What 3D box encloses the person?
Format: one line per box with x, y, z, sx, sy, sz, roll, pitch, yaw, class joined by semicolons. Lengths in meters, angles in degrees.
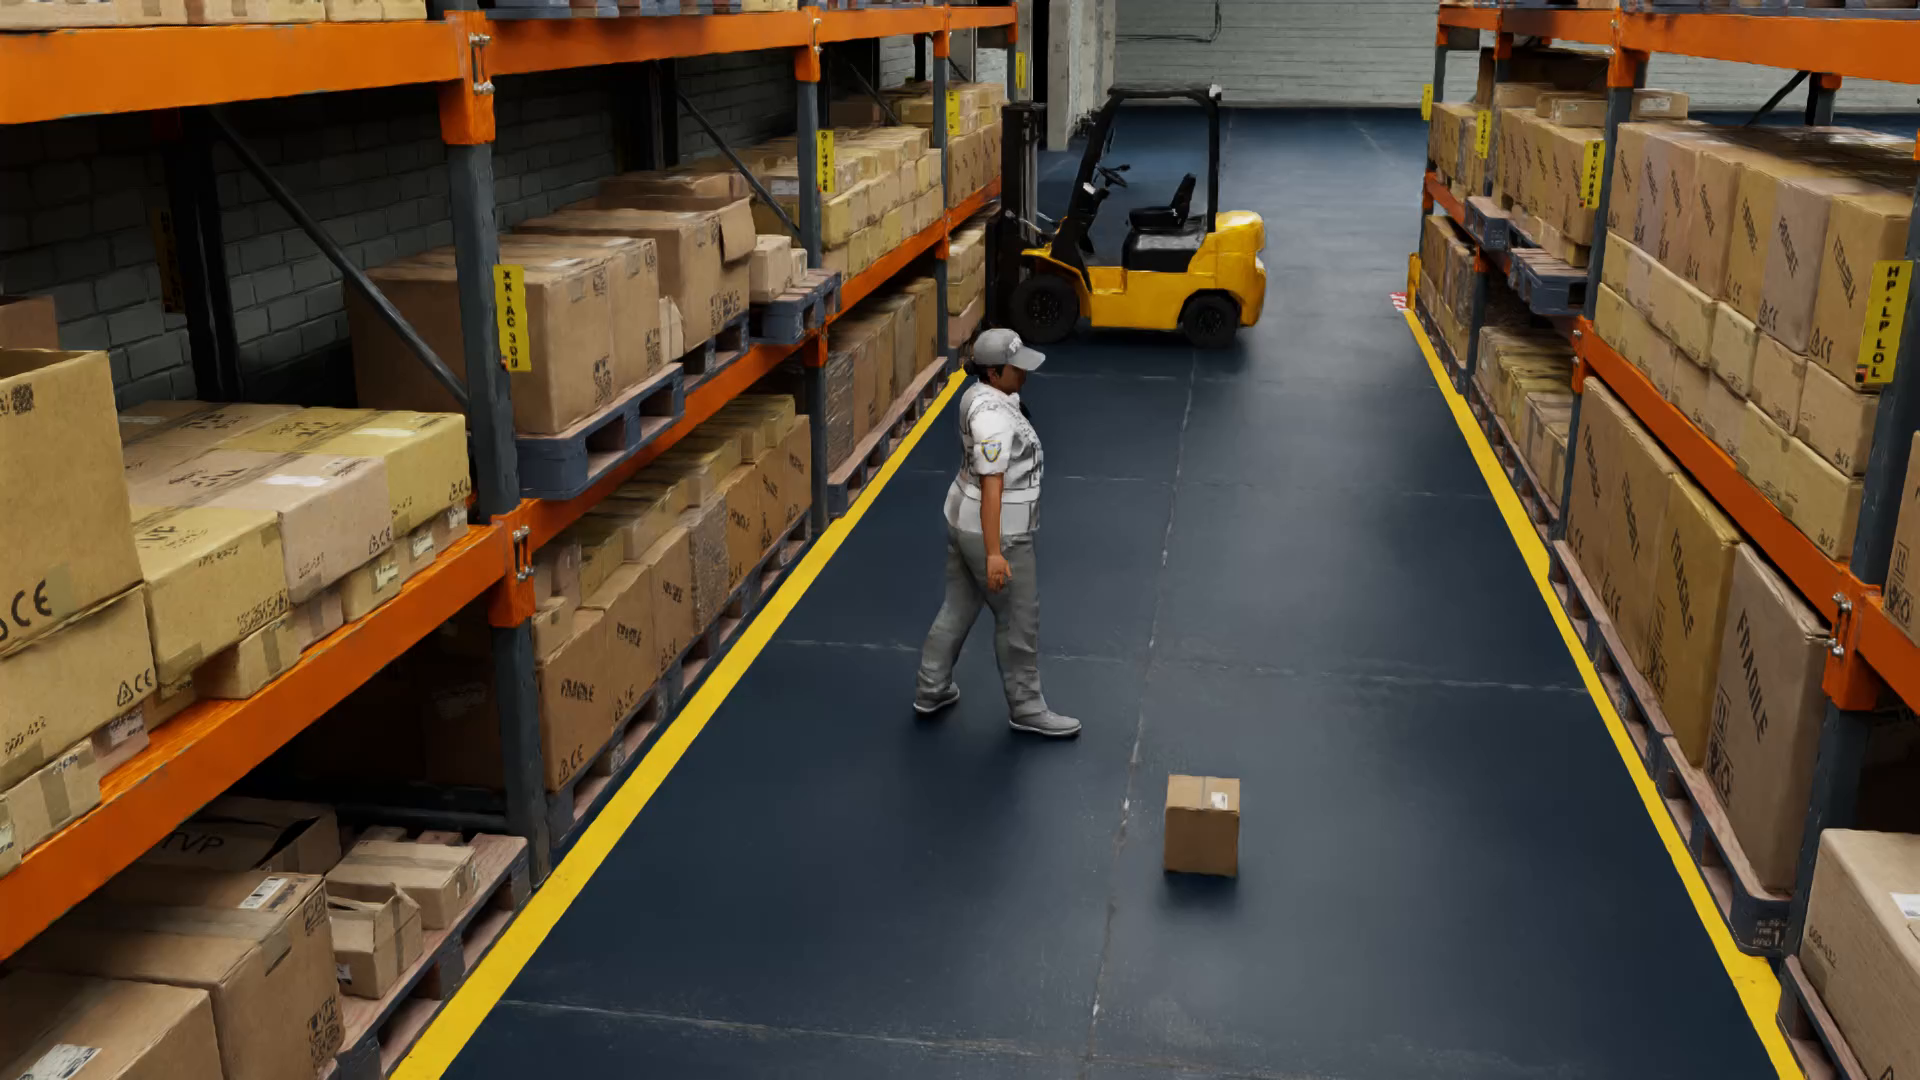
0.150;-0.025;6.617;0.651;1.649;0.672;-3;18;-10;person
